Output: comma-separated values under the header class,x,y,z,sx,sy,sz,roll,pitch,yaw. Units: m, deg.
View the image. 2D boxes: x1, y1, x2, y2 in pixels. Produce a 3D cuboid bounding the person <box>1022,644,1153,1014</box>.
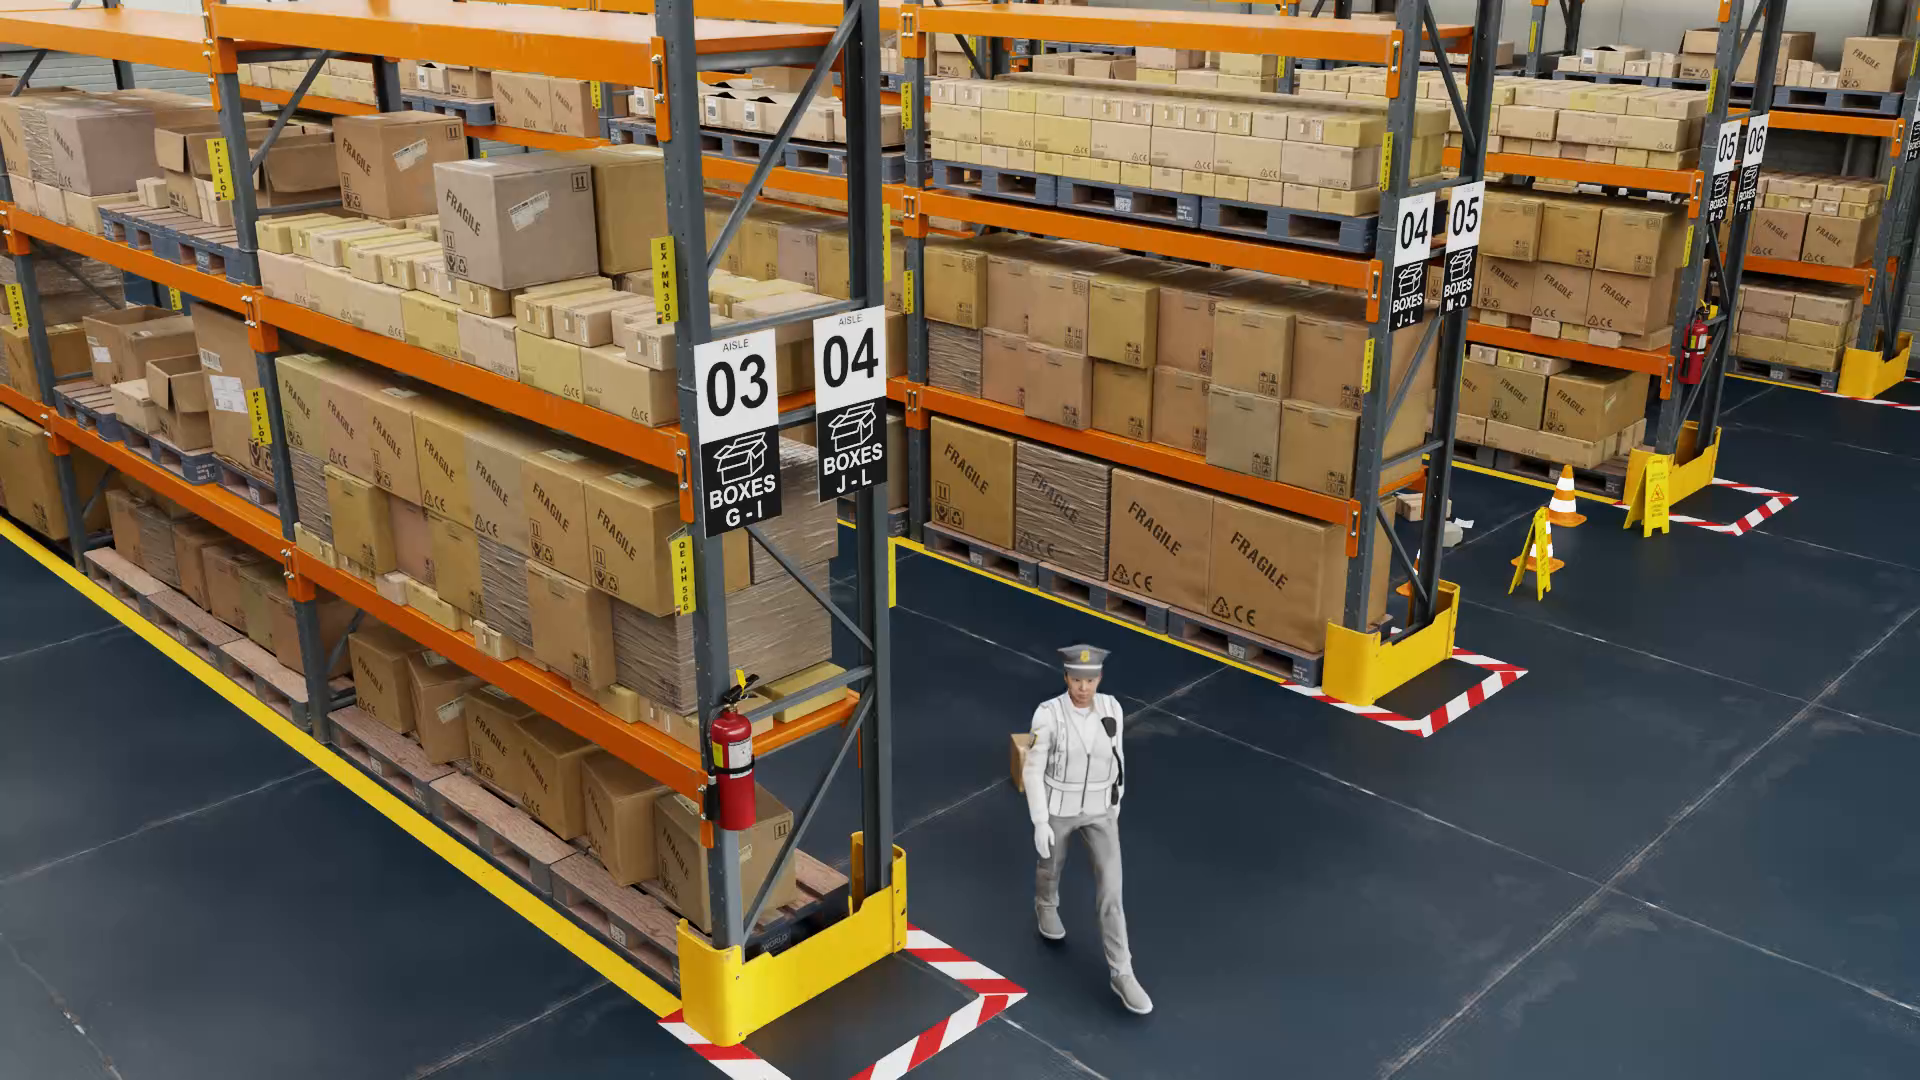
class,x,y,z,sx,sy,sz,roll,pitch,yaw
person,0.556,1.268,7.649,0.526,1.637,0.986,-4,21,-9
